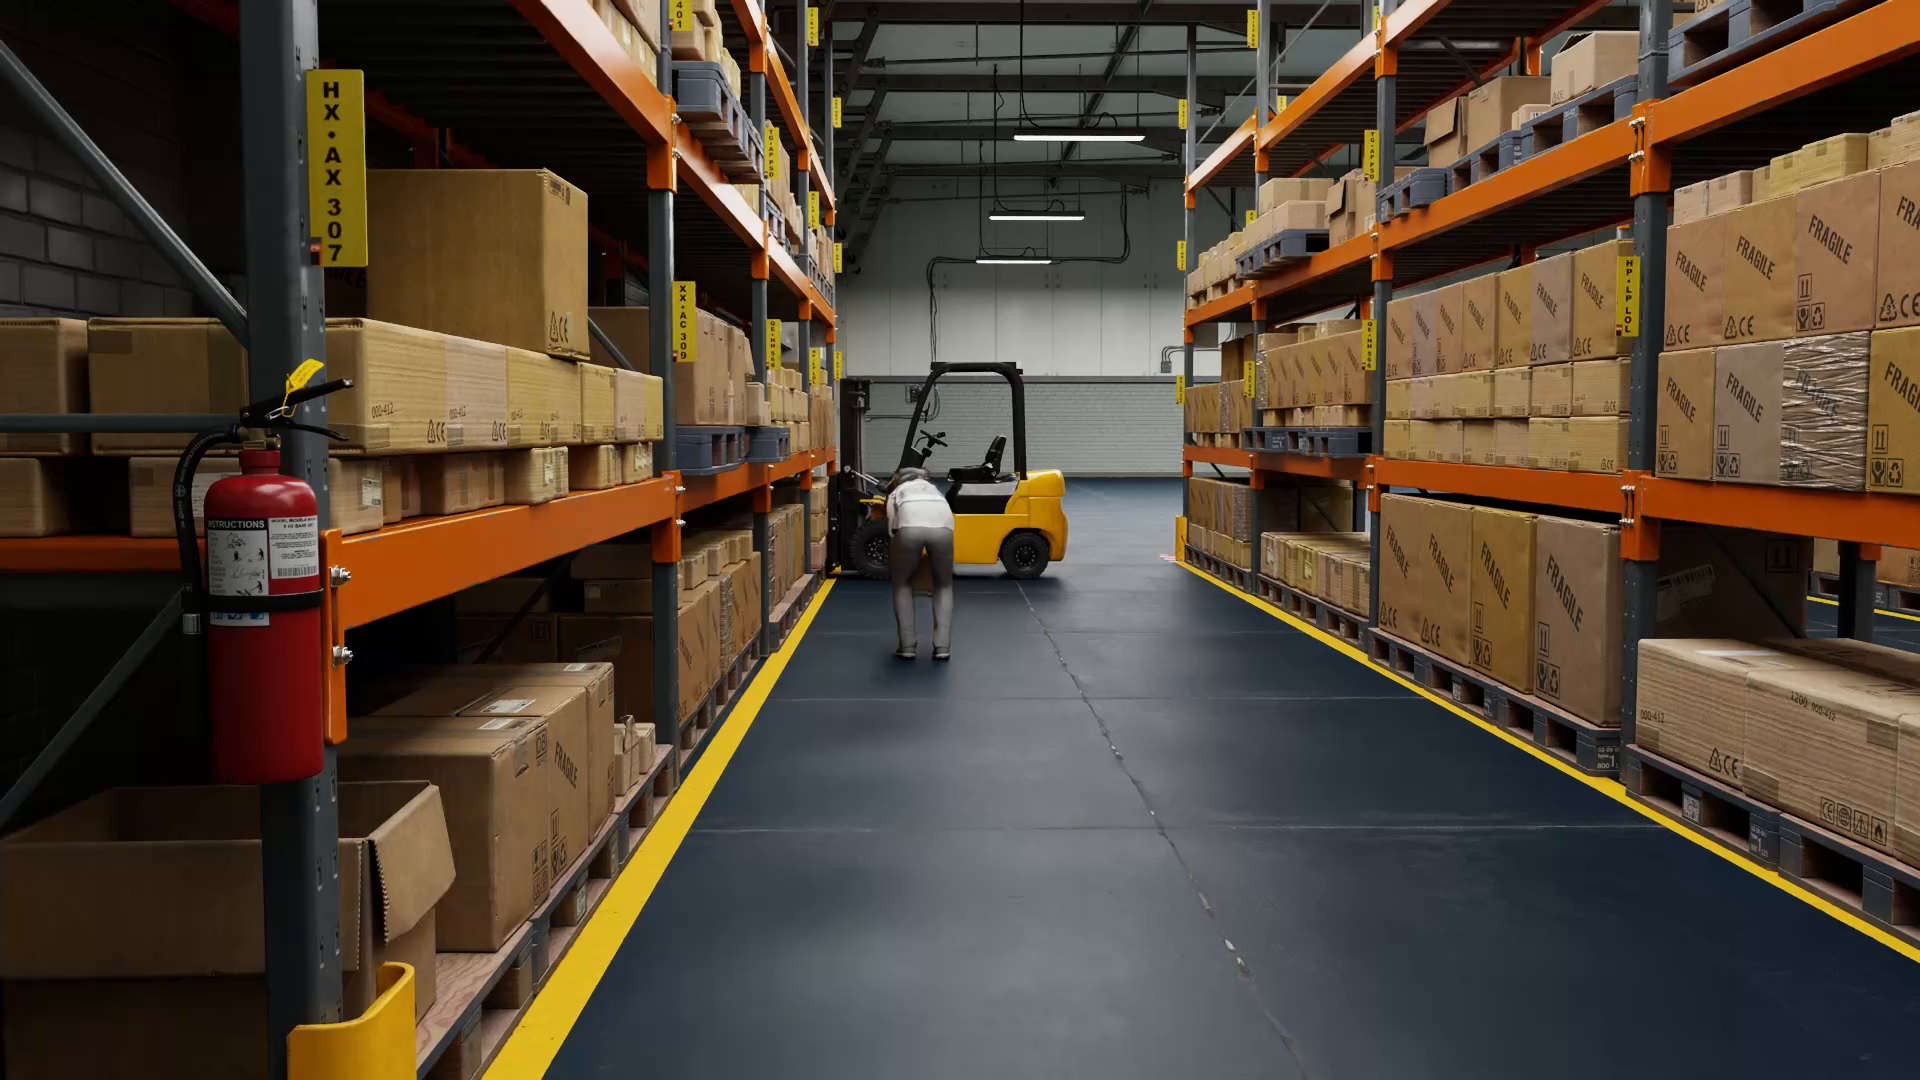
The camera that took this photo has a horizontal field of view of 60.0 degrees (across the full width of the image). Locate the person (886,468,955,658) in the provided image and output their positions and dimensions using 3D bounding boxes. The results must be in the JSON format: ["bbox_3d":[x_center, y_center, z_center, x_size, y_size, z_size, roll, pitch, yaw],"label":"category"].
[{"bbox_3d":[-0.277,0.145,11.064,0.416,1.238,0.920,-1,4,-8],"label":"person"}]
